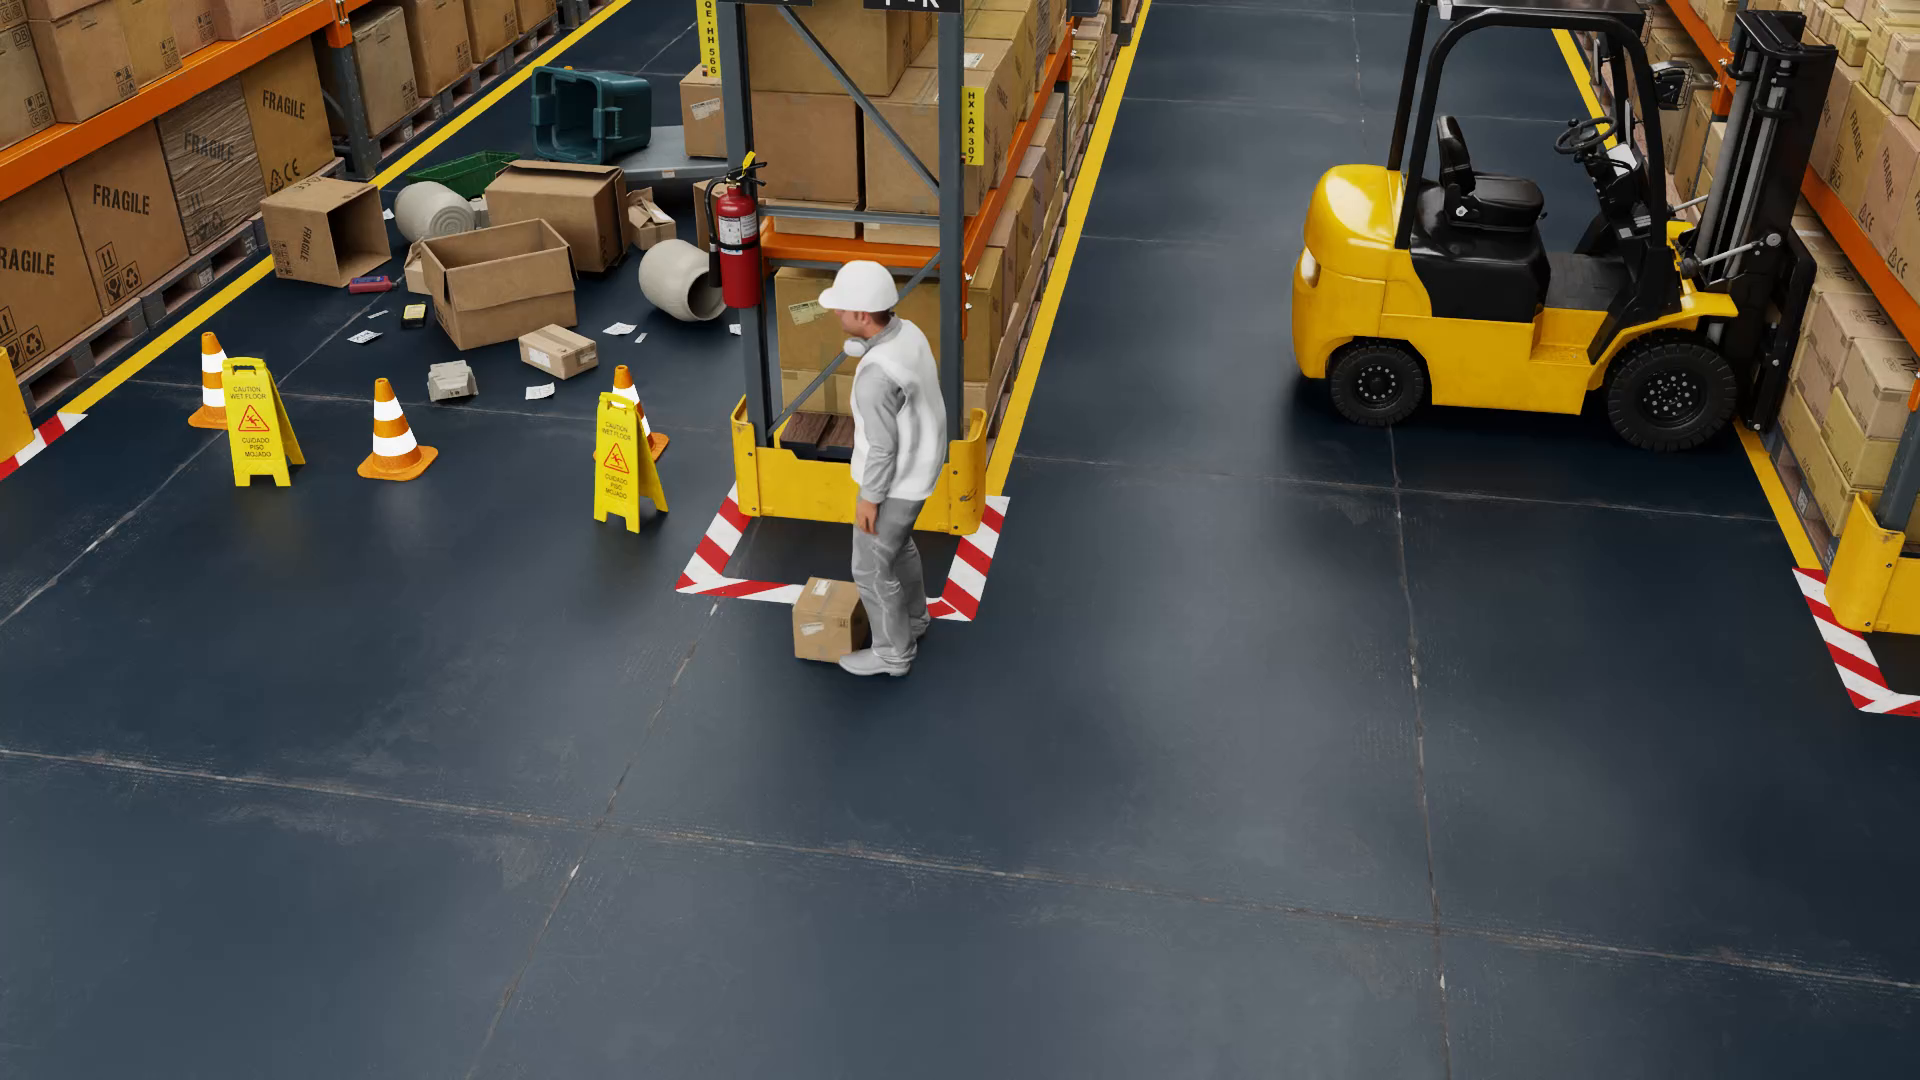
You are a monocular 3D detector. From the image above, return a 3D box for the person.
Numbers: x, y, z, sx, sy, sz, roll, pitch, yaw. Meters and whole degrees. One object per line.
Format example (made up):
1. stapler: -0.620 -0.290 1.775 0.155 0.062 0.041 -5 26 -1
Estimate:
1. person: -0.287 -0.271 6.544 0.466 1.769 0.579 7 33 10
